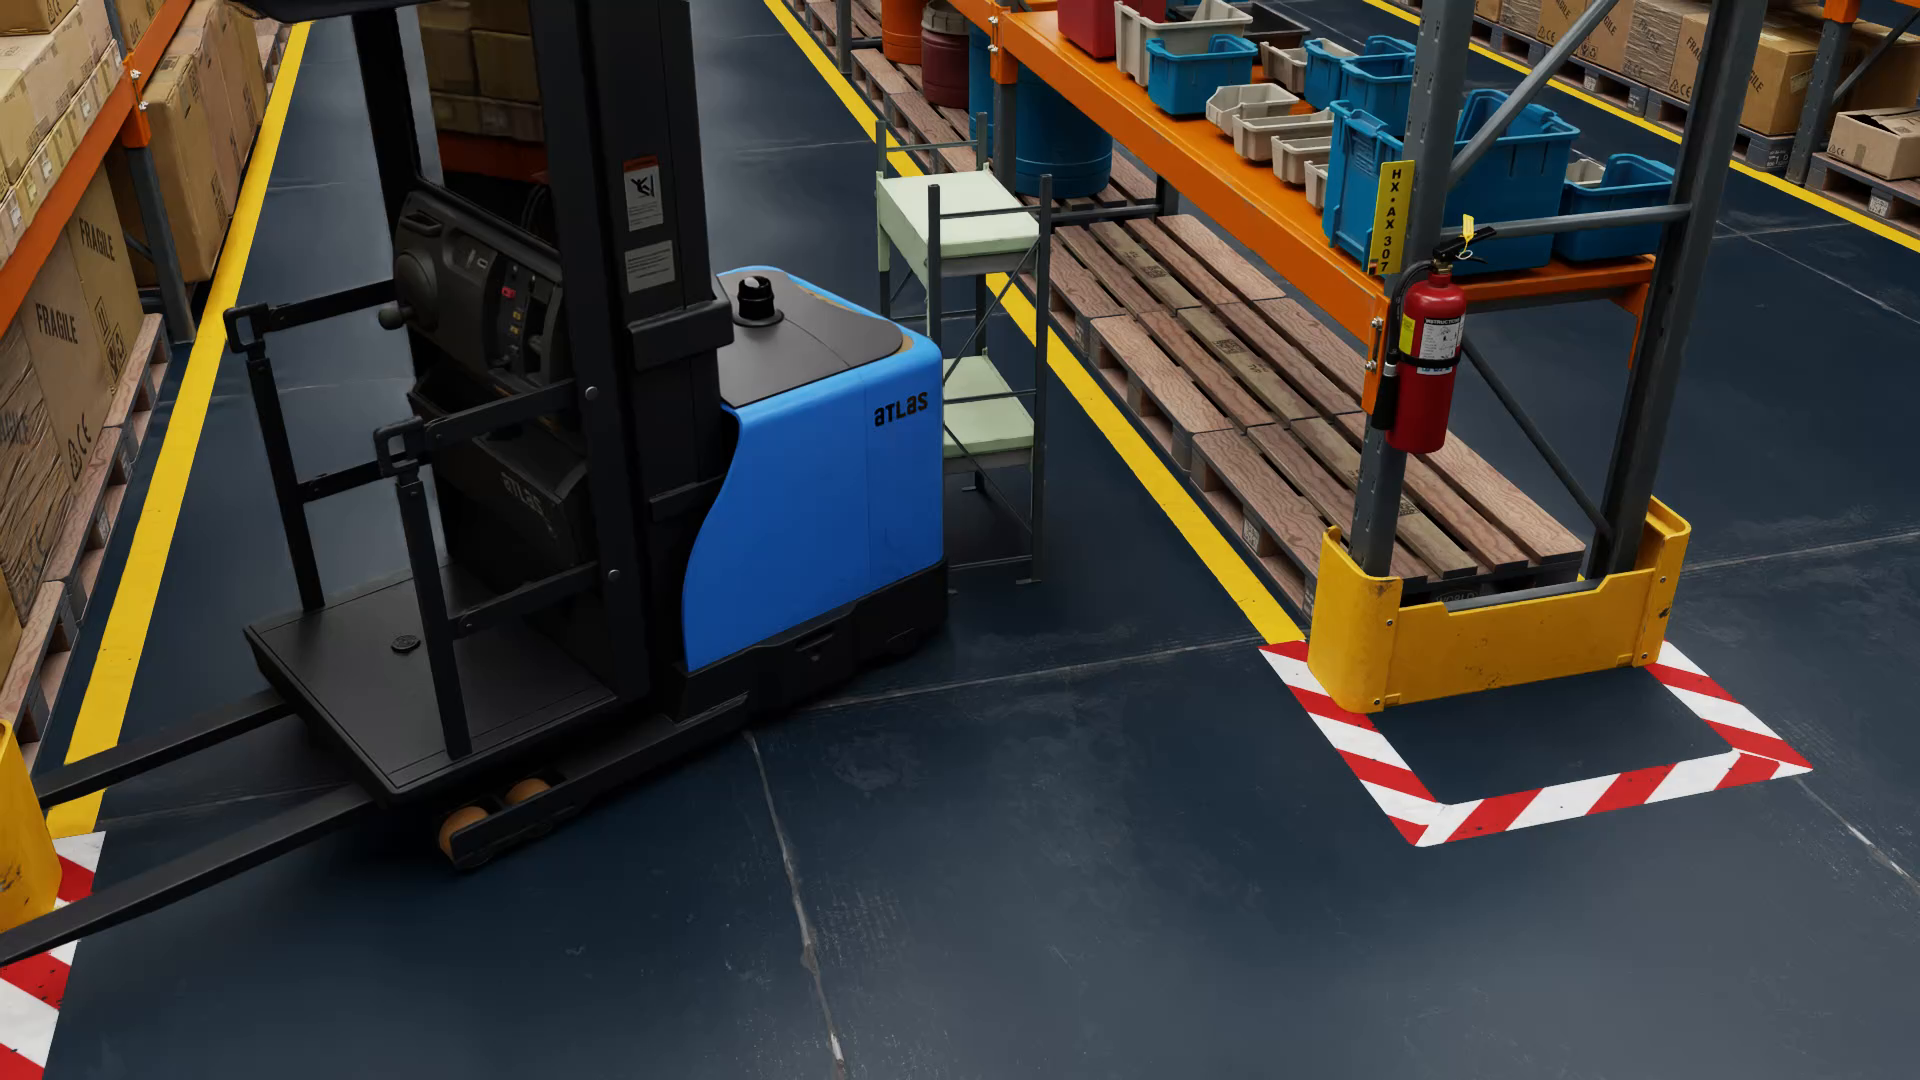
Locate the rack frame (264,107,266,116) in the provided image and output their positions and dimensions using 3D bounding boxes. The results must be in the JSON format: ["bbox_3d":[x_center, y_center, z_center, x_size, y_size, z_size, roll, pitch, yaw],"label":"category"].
[{"bbox_3d":[-5.170,-4.112,10.360,1.000,3.000,0.127,-8,31,-13],"label":"rack frame"}]

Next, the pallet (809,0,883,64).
[{"bbox_3d":[-0.563,-3.943,12.852,1.003,0.211,1.213,-8,31,-13],"label":"pallet"}]

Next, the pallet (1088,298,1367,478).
[{"bbox_3d":[1.227,-0.692,7.234,1.003,0.211,1.213,-8,31,-13],"label":"pallet"}]

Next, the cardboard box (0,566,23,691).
[{"bbox_3d":[-3.293,0.191,4.628,0.875,0.875,0.875,-8,31,-13],"label":"cardboard box"}]

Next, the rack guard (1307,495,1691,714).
[{"bbox_3d":[1.748,0.185,5.432,1.175,0.500,0.348,-8,31,-13],"label":"rack guard"}]

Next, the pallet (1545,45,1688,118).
[{"bbox_3d":[4.864,-3.267,11.684,1.003,0.211,1.213,-8,31,-13],"label":"pallet"}]

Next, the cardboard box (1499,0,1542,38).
[{"bbox_3d":[4.372,-4.026,12.268,0.500,0.500,0.500,-9,31,-15],"label":"cardboard box"}]

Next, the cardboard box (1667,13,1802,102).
[{"bbox_3d":[4.914,-3.044,10.571,0.500,0.500,0.500,-8,31,-13],"label":"cardboard box"}]

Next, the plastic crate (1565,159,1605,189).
[{"bbox_3d":[1.976,-1.148,5.442,0.250,0.136,0.298,-8,31,-13],"label":"plastic crate"}]

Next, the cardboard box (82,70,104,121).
[{"bbox_3d":[-3.575,-1.720,6.477,0.380,0.149,0.250,-8,31,-14],"label":"cardboard box"}]

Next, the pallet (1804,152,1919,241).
[{"bbox_3d":[5.625,-1.957,9.420,1.003,0.211,1.213,-8,31,-13],"label":"pallet"}]

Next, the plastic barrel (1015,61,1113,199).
[{"bbox_3d":[0.539,-2.377,9.039,0.600,0.901,0.708,-8,31,-13],"label":"plastic barrel"}]

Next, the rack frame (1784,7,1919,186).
[{"bbox_3d":[5.444,-3.496,9.295,1.000,3.000,0.127,-8,31,-13],"label":"rack frame"}]

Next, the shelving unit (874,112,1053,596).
[{"bbox_3d":[-0.002,-0.652,5.880,0.431,1.500,0.755,-8,31,-13],"label":"shelving unit"}]

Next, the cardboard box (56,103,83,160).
[{"bbox_3d":[-3.438,-1.471,6.048,0.380,0.149,0.250,-7,31,-12],"label":"cardboard box"}]

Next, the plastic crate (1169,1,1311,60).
[{"bbox_3d":[1.223,-2.241,7.342,0.437,0.125,0.590,-8,31,-13],"label":"plastic crate"}]

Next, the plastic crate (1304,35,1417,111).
[{"bbox_3d":[1.552,-1.804,6.480,0.416,0.233,0.300,-8,31,-13],"label":"plastic crate"}]

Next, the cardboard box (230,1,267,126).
[{"bbox_3d":[-5.007,-3.038,10.207,1.225,0.875,0.875,-9,31,-16],"label":"cardboard box"}]

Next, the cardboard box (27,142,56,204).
[{"bbox_3d":[-3.303,-1.224,5.621,0.380,0.149,0.250,-7,31,-12],"label":"cardboard box"}]

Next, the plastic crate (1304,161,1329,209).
[{"bbox_3d":[1.338,-1.189,5.513,0.396,0.136,0.243,-8,31,-13],"label":"plastic crate"}]

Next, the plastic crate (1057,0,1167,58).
[{"bbox_3d":[0.663,-2.428,7.327,0.402,0.464,0.583,-8,31,-13],"label":"plastic crate"}]

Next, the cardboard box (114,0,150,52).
[{"bbox_3d":[-3.989,-2.479,7.439,0.500,0.500,0.500,-8,31,-13],"label":"cardboard box"}]

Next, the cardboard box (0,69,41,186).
[{"bbox_3d":[-3.331,-1.325,5.397,0.500,0.250,0.500,-8,31,-14],"label":"cardboard box"}]

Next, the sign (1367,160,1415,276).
[{"bbox_3d":[1.203,-0.897,4.642,0.100,0.325,0.005,-8,31,-13],"label":"sign"}]

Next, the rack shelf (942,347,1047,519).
[{"bbox_3d":[-0.002,-0.370,6.043,0.431,0.370,0.720,-8,31,-13],"label":"rack shelf"}]

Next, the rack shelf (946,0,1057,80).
[{"bbox_3d":[0.137,-3.493,10.009,1.077,0.370,4.000,-8,31,-13],"label":"rack shelf"}]

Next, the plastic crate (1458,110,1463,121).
[{"bbox_3d":[1.796,-1.475,6.008,0.250,0.136,0.298,-8,31,-13],"label":"plastic crate"}]

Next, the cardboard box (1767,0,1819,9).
[{"bbox_3d":[5.285,-3.678,10.917,0.500,0.250,0.500,-8,31,-13],"label":"cardboard box"}]

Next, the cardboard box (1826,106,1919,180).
[{"bbox_3d":[5.347,-2.291,9.459,0.500,0.311,0.500,-8,31,-13],"label":"cardboard box"}]

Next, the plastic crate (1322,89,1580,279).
[{"bbox_3d":[1.460,-1.085,5.035,0.616,0.435,0.499,-8,31,-13],"label":"plastic crate"}]

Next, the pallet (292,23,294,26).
[{"bbox_3d":[-6.023,-4.461,13.747,1.003,0.211,1.213,-8,31,-13],"label":"pallet"}]

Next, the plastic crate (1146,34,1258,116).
[{"bbox_3d":[0.937,-1.818,6.504,0.416,0.233,0.300,-8,31,-13],"label":"plastic crate"}]

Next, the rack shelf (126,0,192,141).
[{"bbox_3d":[-4.639,-2.835,8.872,1.077,0.370,4.000,-8,31,-13],"label":"rack shelf"}]

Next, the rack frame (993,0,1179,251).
[{"bbox_3d":[0.667,-2.839,8.160,1.000,3.000,0.127,-8,31,-13],"label":"rack frame"}]

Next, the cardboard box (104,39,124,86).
[{"bbox_3d":[-3.711,-1.968,6.906,0.380,0.149,0.250,-8,31,-13],"label":"cardboard box"}]

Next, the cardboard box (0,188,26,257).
[{"bbox_3d":[-3.166,-0.976,5.192,0.380,0.149,0.250,-8,31,-14],"label":"cardboard box"}]

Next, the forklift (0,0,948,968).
[{"bbox_3d":[-1.484,-0.648,4.444,3.031,2.935,1.130,-23,37,-35],"label":"forklift"}]

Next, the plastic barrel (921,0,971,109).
[{"bbox_3d":[0.052,-3.129,10.650,0.600,0.588,0.708,-8,31,-13],"label":"plastic barrel"}]

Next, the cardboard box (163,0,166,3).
[{"bbox_3d":[-4.256,-2.963,8.276,0.500,0.500,0.500,-9,31,-14],"label":"cardboard box"}]

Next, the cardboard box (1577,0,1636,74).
[{"bbox_3d":[4.644,-3.532,11.414,0.500,0.500,0.500,-9,31,-15],"label":"cardboard box"}]

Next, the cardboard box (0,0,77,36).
[{"bbox_3d":[-3.599,-2.140,6.057,0.500,0.500,0.500,-8,31,-13],"label":"cardboard box"}]

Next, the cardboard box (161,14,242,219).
[{"bbox_3d":[-4.535,-2.180,8.725,1.225,0.875,0.875,-9,31,-15],"label":"cardboard box"}]

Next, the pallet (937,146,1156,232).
[{"bbox_3d":[0.503,-2.010,9.512,1.003,0.211,1.213,-8,31,-13],"label":"pallet"}]

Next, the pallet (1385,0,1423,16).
[{"bbox_3d":[4.201,-4.624,14.027,1.003,0.211,1.213,-8,31,-13],"label":"pallet"}]

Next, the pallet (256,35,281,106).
[{"bbox_3d":[-5.376,-3.283,11.711,1.003,0.211,1.213,-8,31,-13],"label":"pallet"}]

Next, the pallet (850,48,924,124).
[{"bbox_3d":[-0.145,-3.189,11.548,1.003,0.211,1.213,-8,31,-13],"label":"pallet"}]

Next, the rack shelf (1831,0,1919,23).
[{"bbox_3d":[5.975,-2.218,7.806,1.077,0.370,4.000,-8,31,-13],"label":"rack shelf"}]

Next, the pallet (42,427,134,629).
[{"bbox_3d":[-3.654,-0.005,6.049,1.003,0.211,1.213,-8,31,-13],"label":"pallet"}]

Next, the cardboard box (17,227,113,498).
[{"bbox_3d":[-3.771,-0.678,6.130,0.875,0.875,0.875,-8,31,-13],"label":"cardboard box"}]

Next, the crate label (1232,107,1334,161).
[{"bbox_3d":[1.178,-1.462,5.984,0.396,0.136,0.243,-8,31,-13],"label":"crate label"}]

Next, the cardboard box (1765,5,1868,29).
[{"bbox_3d":[5.398,-3.126,10.713,0.500,0.500,0.500,-7,31,-13],"label":"cardboard box"}]

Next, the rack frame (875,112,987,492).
[{"bbox_3d":[-0.099,-0.829,6.185,0.400,1.500,0.023,-8,31,-13],"label":"rack frame"}]

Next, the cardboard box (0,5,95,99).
[{"bbox_3d":[-3.598,-1.816,6.246,0.500,0.250,0.500,-7,31,-12],"label":"cardboard box"}]
